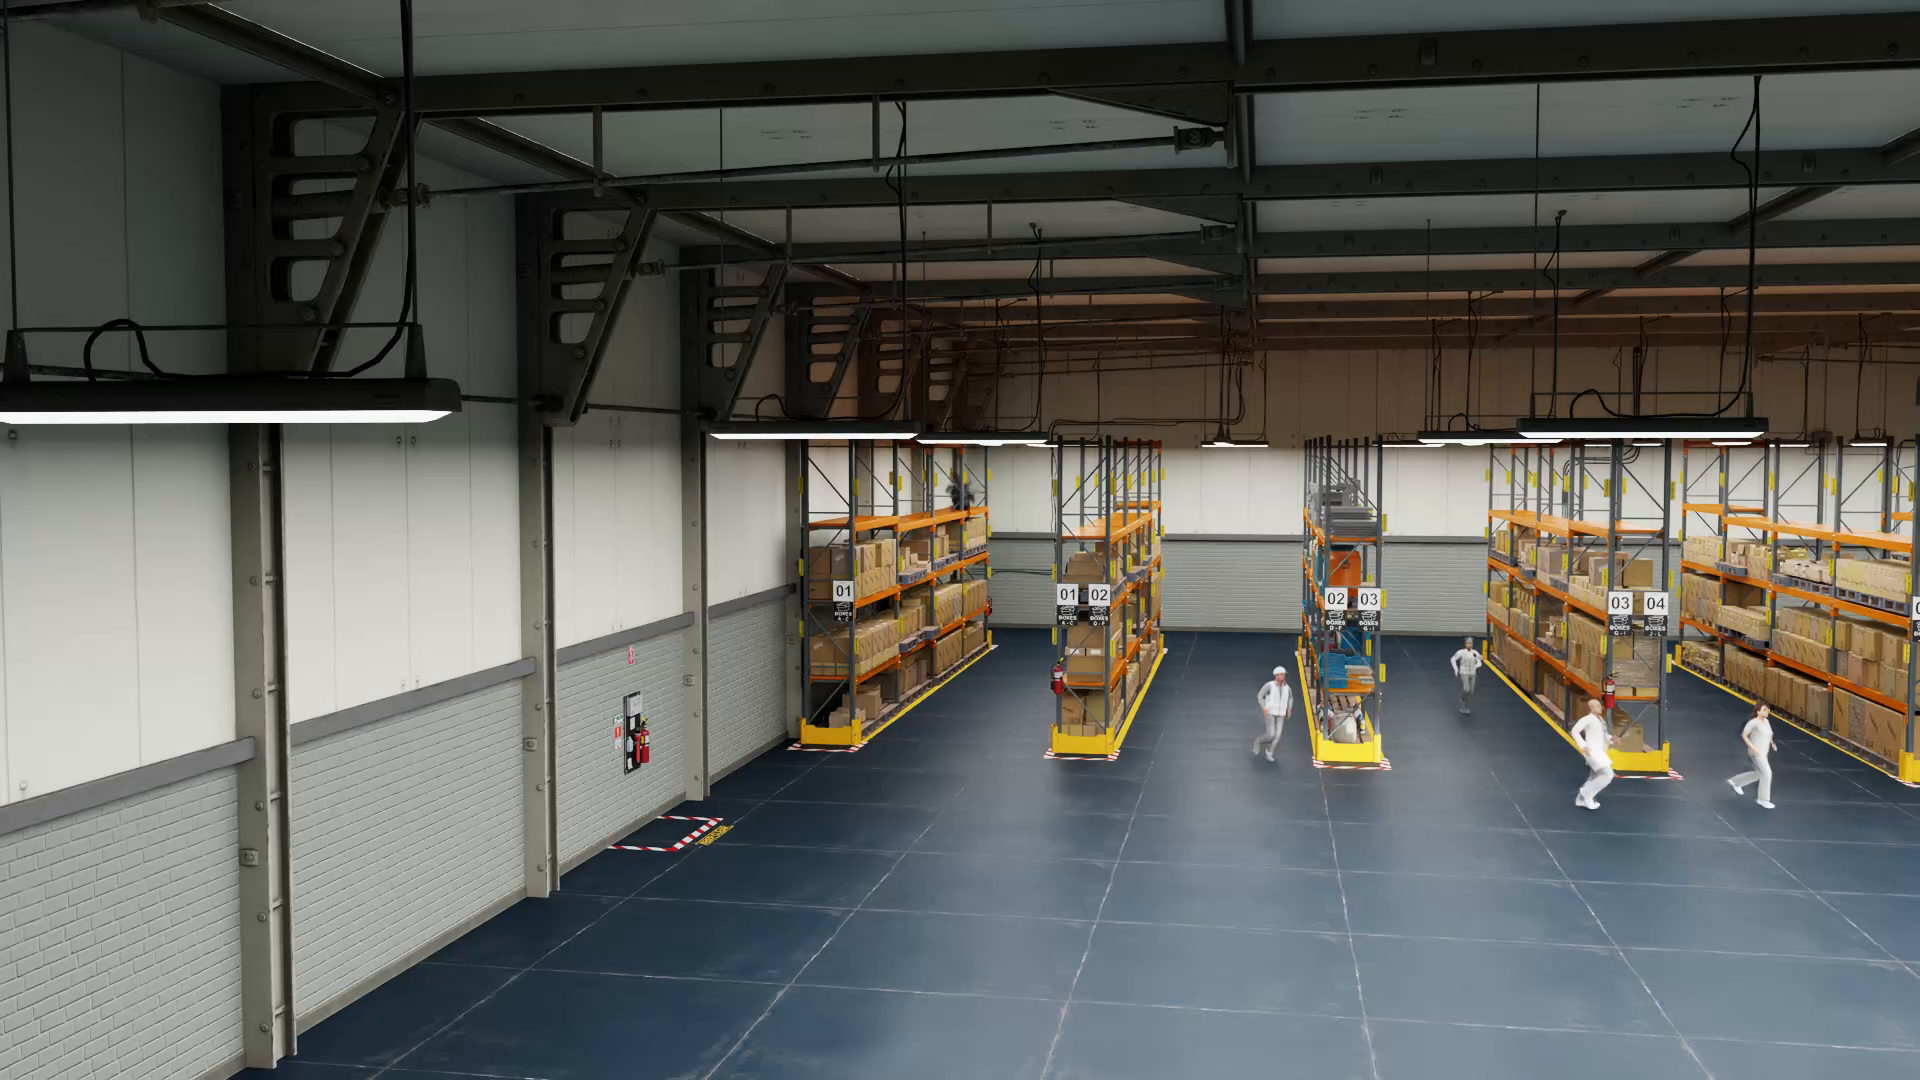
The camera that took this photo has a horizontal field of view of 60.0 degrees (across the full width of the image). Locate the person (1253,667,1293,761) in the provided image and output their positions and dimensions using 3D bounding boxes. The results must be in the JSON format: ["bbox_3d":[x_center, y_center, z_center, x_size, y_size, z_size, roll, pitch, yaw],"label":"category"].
[{"bbox_3d":[5.831,3.200,30.776,0.722,1.719,0.560,-1,3,-18],"label":"person"}]

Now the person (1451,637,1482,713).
[{"bbox_3d":[11.001,2.929,36.002,0.586,1.661,0.641,0,3,-3],"label":"person"}]

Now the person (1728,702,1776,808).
[{"bbox_3d":[12.823,3.445,26.878,0.569,1.685,0.795,-2,4,-36],"label":"person"}]

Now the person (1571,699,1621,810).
[{"bbox_3d":[10.130,3.405,26.405,0.695,1.741,0.693,2,4,39],"label":"person"}]

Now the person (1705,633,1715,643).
[{"bbox_3d":[20.684,2.459,45.581,0.740,1.592,0.869,2,4,36],"label":"person"}]
